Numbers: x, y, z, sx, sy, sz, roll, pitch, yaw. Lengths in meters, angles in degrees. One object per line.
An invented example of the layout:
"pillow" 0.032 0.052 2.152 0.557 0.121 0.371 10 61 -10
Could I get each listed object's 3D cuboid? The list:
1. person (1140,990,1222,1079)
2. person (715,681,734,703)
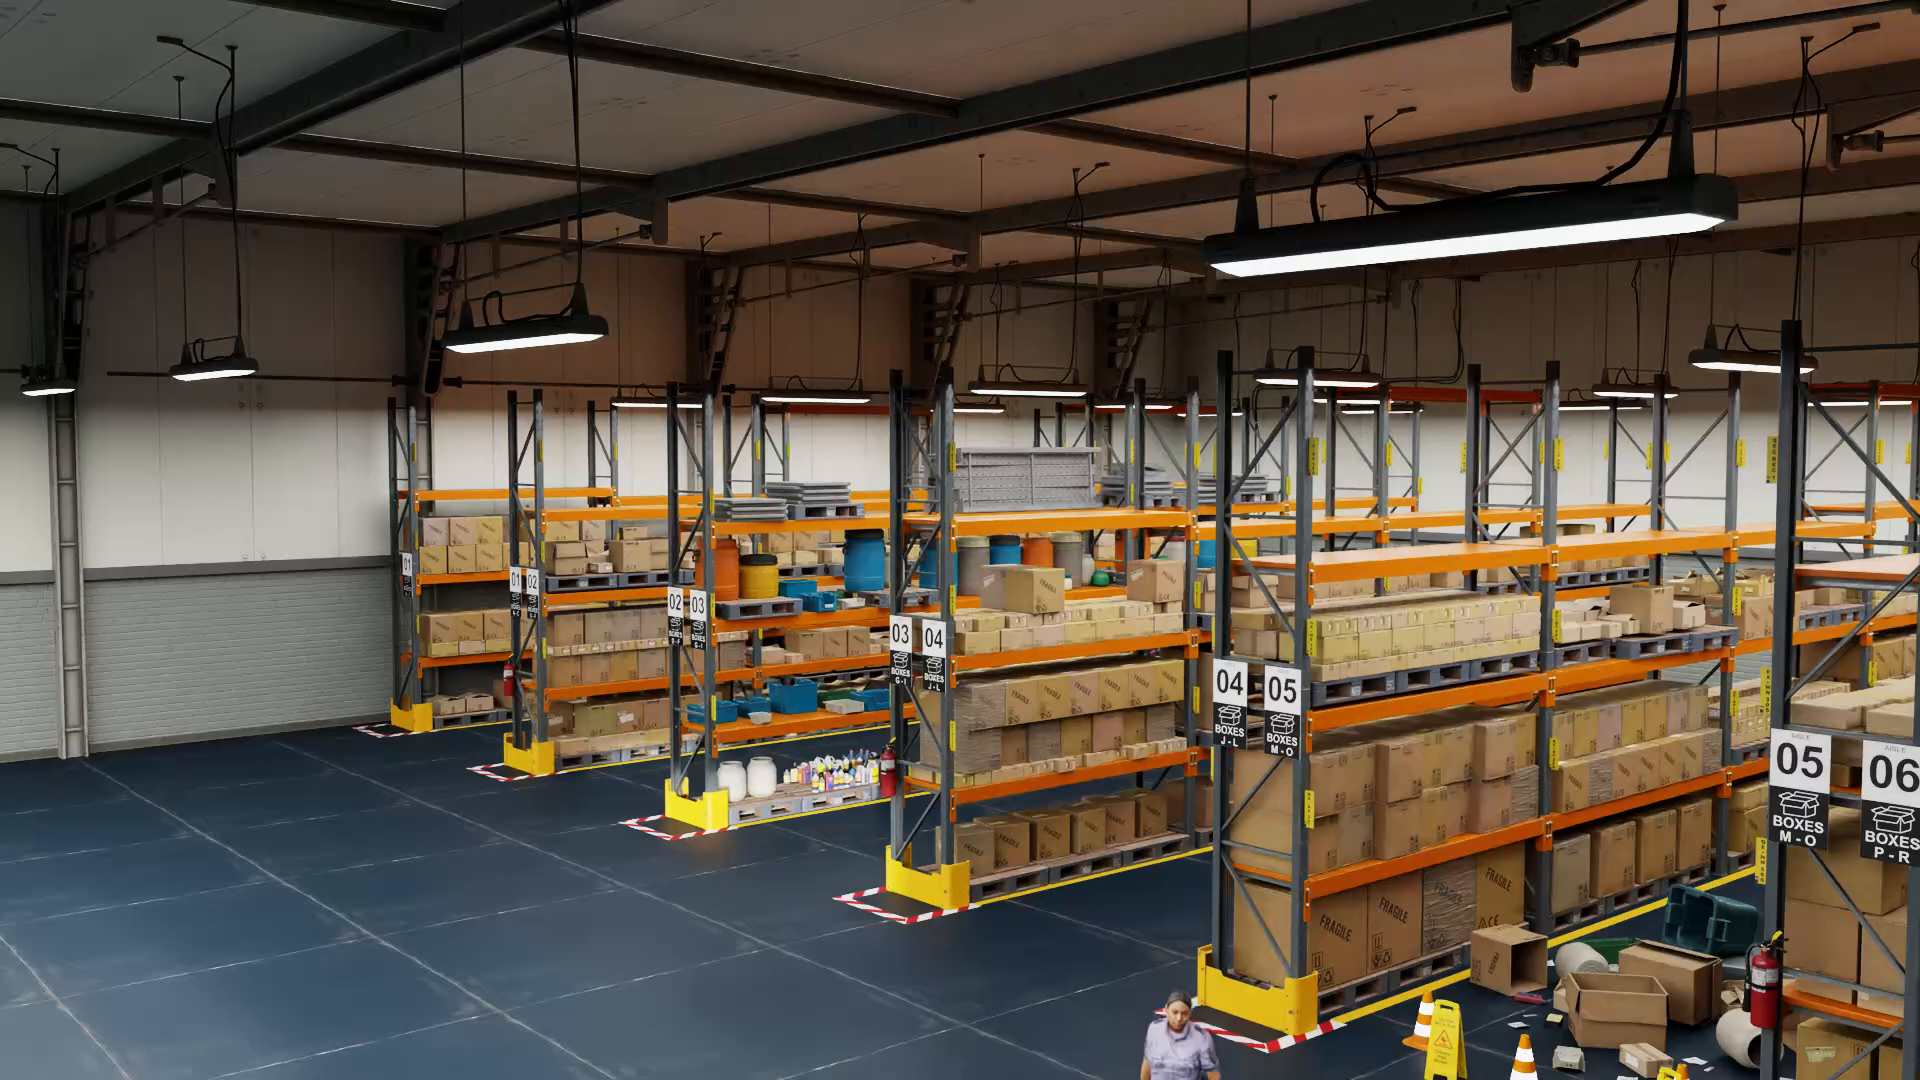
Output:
"person" 1.459 3.731 11.127 0.716 1.560 0.627 1 4 24
"person" -4.299 2.582 30.540 0.578 1.614 0.554 3 4 37
